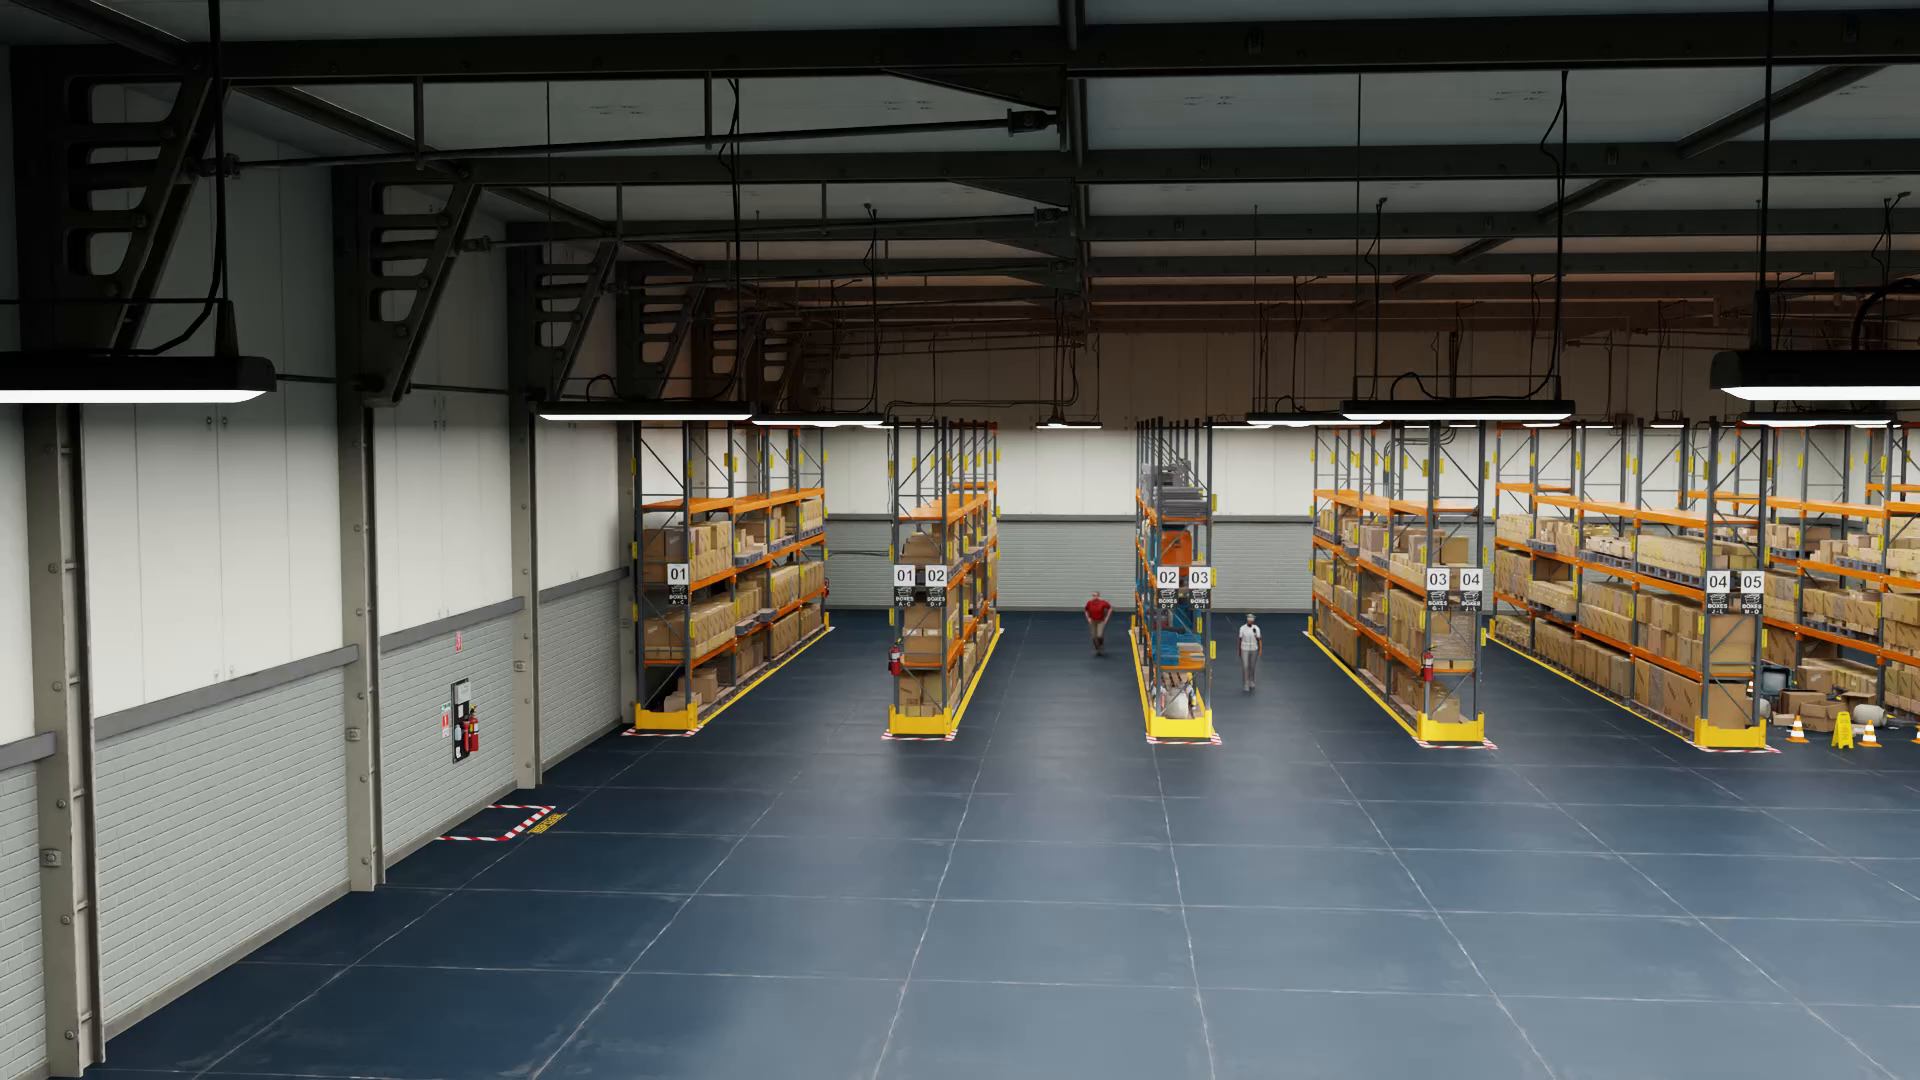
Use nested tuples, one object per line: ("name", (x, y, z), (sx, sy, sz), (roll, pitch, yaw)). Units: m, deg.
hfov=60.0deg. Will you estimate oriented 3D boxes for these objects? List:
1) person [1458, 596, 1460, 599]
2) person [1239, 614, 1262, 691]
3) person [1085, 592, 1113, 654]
("person", (12.830, 2.118, 42.564), (0.498, 1.607, 0.962), (1, 4, 13))
("person", (6.457, 2.494, 36.976), (0.493, 1.691, 0.629), (0, 4, 4))
("person", (3.553, 2.126, 42.619), (0.716, 1.641, 0.723), (1, 4, 16))
